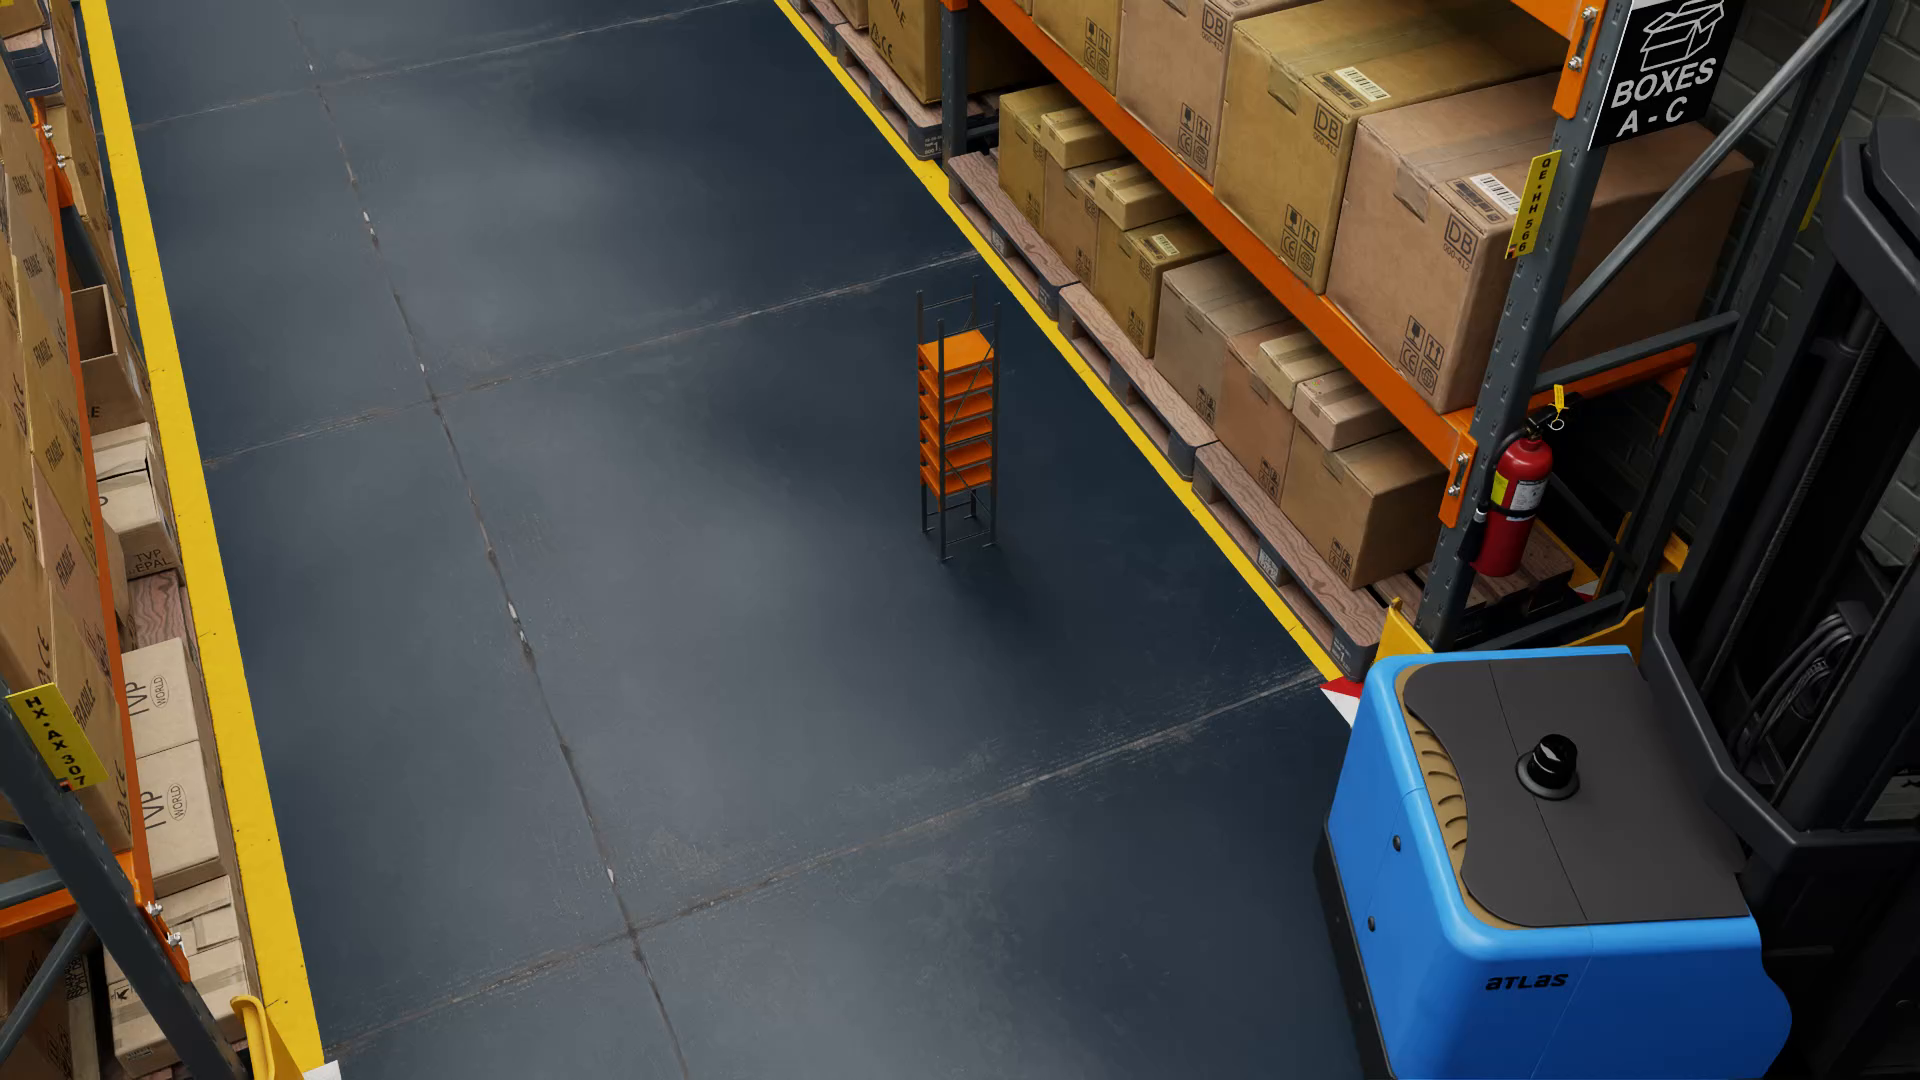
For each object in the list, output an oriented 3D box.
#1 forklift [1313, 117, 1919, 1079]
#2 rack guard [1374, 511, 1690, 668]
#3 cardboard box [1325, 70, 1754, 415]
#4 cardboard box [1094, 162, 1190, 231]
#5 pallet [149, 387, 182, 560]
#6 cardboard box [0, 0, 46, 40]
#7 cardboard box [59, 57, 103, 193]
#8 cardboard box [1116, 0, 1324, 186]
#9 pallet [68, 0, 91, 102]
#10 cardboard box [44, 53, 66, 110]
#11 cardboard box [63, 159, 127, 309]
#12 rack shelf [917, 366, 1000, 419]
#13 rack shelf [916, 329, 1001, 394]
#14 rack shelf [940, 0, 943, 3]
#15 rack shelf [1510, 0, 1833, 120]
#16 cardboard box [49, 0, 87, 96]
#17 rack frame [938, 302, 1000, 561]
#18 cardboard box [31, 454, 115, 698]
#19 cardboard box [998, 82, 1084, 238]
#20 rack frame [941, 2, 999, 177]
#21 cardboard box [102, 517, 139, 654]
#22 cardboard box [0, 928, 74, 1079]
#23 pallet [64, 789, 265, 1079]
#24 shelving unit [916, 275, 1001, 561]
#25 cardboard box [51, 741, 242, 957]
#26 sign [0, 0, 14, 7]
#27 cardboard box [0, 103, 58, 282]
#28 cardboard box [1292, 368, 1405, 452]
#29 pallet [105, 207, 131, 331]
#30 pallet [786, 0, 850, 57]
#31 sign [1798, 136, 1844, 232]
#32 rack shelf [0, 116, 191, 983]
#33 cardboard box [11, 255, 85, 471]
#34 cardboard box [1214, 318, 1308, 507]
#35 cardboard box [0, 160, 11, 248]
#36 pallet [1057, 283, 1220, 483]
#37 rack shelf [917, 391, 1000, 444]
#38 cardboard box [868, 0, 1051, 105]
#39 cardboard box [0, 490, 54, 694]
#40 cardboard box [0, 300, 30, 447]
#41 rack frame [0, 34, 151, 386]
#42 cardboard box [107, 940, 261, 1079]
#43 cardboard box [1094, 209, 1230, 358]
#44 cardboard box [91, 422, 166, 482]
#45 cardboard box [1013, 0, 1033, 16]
[{"bbox_3d":[2.713,0.337,4.321,3.031,2.935,1.130,-2,45,-2],"label":"forklift"},{"bbox_3d":[2.077,0.336,6.053,1.175,0.500,0.348,-18,47,-17],"label":"rack guard"},{"bbox_3d":[1.844,-0.997,5.412,0.980,0.700,0.700,-16,47,-16],"label":"cardboard box"},{"bbox_3d":[0.805,-1.497,7.150,0.380,0.149,0.250,-19,48,-19],"label":"cardboard box"},{"bbox_3d":[-3.820,-0.222,6.825,1.003,0.211,1.213,-18,47,-17],"label":"pallet"},{"bbox_3d":[-4.104,-2.205,6.479,0.700,0.500,0.500,-34,54,-30],"label":"cardboard box"},{"bbox_3d":[-4.528,-1.957,8.064,0.500,0.500,0.500,-17,47,-17],"label":"cardboard box"},{"bbox_3d":[1.215,-1.946,6.373,0.980,0.700,0.700,-20,48,-19],"label":"cardboard box"},{"bbox_3d":[-5.510,-2.722,9.358,1.003,0.211,1.213,-18,47,-17],"label":"pallet"},{"bbox_3d":[-4.510,-2.204,7.780,0.500,0.250,0.500,-18,47,-17],"label":"cardboard box"},{"bbox_3d":[-4.090,-1.299,7.398,0.500,0.500,0.500,-20,48,-19],"label":"cardboard box"},{"bbox_3d":[-0.006,-0.576,6.201,0.258,0.103,0.180,-18,47,-17],"label":"rack shelf"},{"bbox_3d":[-0.006,-0.661,6.116,0.258,0.103,0.180,-18,47,-17],"label":"rack shelf"},{"bbox_3d":[-0.456,-4.136,9.318,1.077,0.370,4.000,-18,47,-17],"label":"rack shelf"},{"bbox_3d":[1.226,-2.655,5.681,1.077,0.370,4.000,-18,47,-17],"label":"rack shelf"},{"bbox_3d":[-4.966,-2.612,8.728,0.500,0.500,0.500,-20,48,-19],"label":"cardboard box"},{"bbox_3d":[0.032,-0.378,6.279,0.240,1.200,0.006,-18,47,-17],"label":"rack frame"},{"bbox_3d":[-2.595,0.173,4.368,0.500,0.500,0.500,-18,48,-18],"label":"cardboard box"},{"bbox_3d":[0.607,-1.871,7.991,0.700,0.500,0.500,-17,47,-17],"label":"cardboard box"},{"bbox_3d":[0.385,-3.118,7.774,1.000,3.000,0.127,-18,47,-17],"label":"rack frame"},{"bbox_3d":[-3.313,0.275,5.799,0.797,0.503,0.637,-18,47,-17],"label":"cardboard box"},{"bbox_3d":[-2.878,1.356,4.706,0.500,0.500,0.500,-18,47,-17],"label":"cardboard box"},{"bbox_3d":[-2.794,1.333,5.249,1.003,0.211,1.213,-18,47,-17],"label":"pallet"},{"bbox_3d":[-0.006,-0.436,6.338,0.258,1.200,0.189,-18,47,-17],"label":"shelving unit"},{"bbox_3d":[-2.607,0.970,5.276,0.500,0.250,0.500,-18,47,-17],"label":"cardboard box"},{"bbox_3d":[-3.619,-2.126,6.152,0.100,0.325,0.005,-18,47,-17],"label":"sign"},{"bbox_3d":[-3.447,-1.117,5.675,0.500,0.500,0.500,-17,47,-16],"label":"cardboard box"},{"bbox_3d":[1.463,-0.504,6.144,0.380,0.149,0.250,-19,48,-18],"label":"cardboard box"},{"bbox_3d":[-4.484,-1.167,7.782,1.003,0.211,1.213,-18,47,-17],"label":"pallet"},{"bbox_3d":[-0.524,-3.373,10.018,1.003,0.211,1.213,-18,47,-17],"label":"pallet"},{"bbox_3d":[2.573,-1.065,5.021,0.100,0.325,0.005,-18,47,-17],"label":"sign"},{"bbox_3d":[-3.267,-0.122,5.250,1.077,0.370,4.000,-18,47,-17],"label":"rack shelf"},{"bbox_3d":[-3.012,-0.467,5.016,0.500,0.500,0.500,-17,47,-17],"label":"cardboard box"},{"bbox_3d":[1.472,-0.564,6.666,0.700,0.500,0.500,-18,47,-18],"label":"cardboard box"},{"bbox_3d":[-3.231,-1.151,4.998,0.500,0.500,0.500,-18,47,-17],"label":"cardboard box"},{"bbox_3d":[1.151,-0.839,7.450,1.003,0.211,1.213,-18,47,-17],"label":"pallet"},{"bbox_3d":[-0.006,-0.490,6.285,0.258,0.103,0.180,-18,47,-17],"label":"rack shelf"},{"bbox_3d":[-0.006,-2.878,8.762,0.750,0.750,0.750,-18,47,-17],"label":"cardboard box"},{"bbox_3d":[-2.373,0.145,3.685,0.500,0.500,0.500,-17,47,-16],"label":"cardboard box"},{"bbox_3d":[-2.806,-0.507,4.345,0.500,0.500,0.500,-17,47,-17],"label":"cardboard box"},{"bbox_3d":[-4.108,-1.652,6.289,1.000,3.000,0.127,-18,47,-17],"label":"rack frame"},{"bbox_3d":[-2.290,1.387,4.926,0.380,0.149,0.250,-18,47,-17],"label":"cardboard box"},{"bbox_3d":[1.029,-1.222,7.333,0.700,0.500,0.500,-17,47,-16],"label":"cardboard box"},{"bbox_3d":[-3.399,-0.294,6.628,0.380,0.149,0.250,-18,47,-17],"label":"cardboard box"},{"bbox_3d":[0.599,-2.874,7.313,0.980,0.700,0.700,-17,47,-17],"label":"cardboard box"}]
